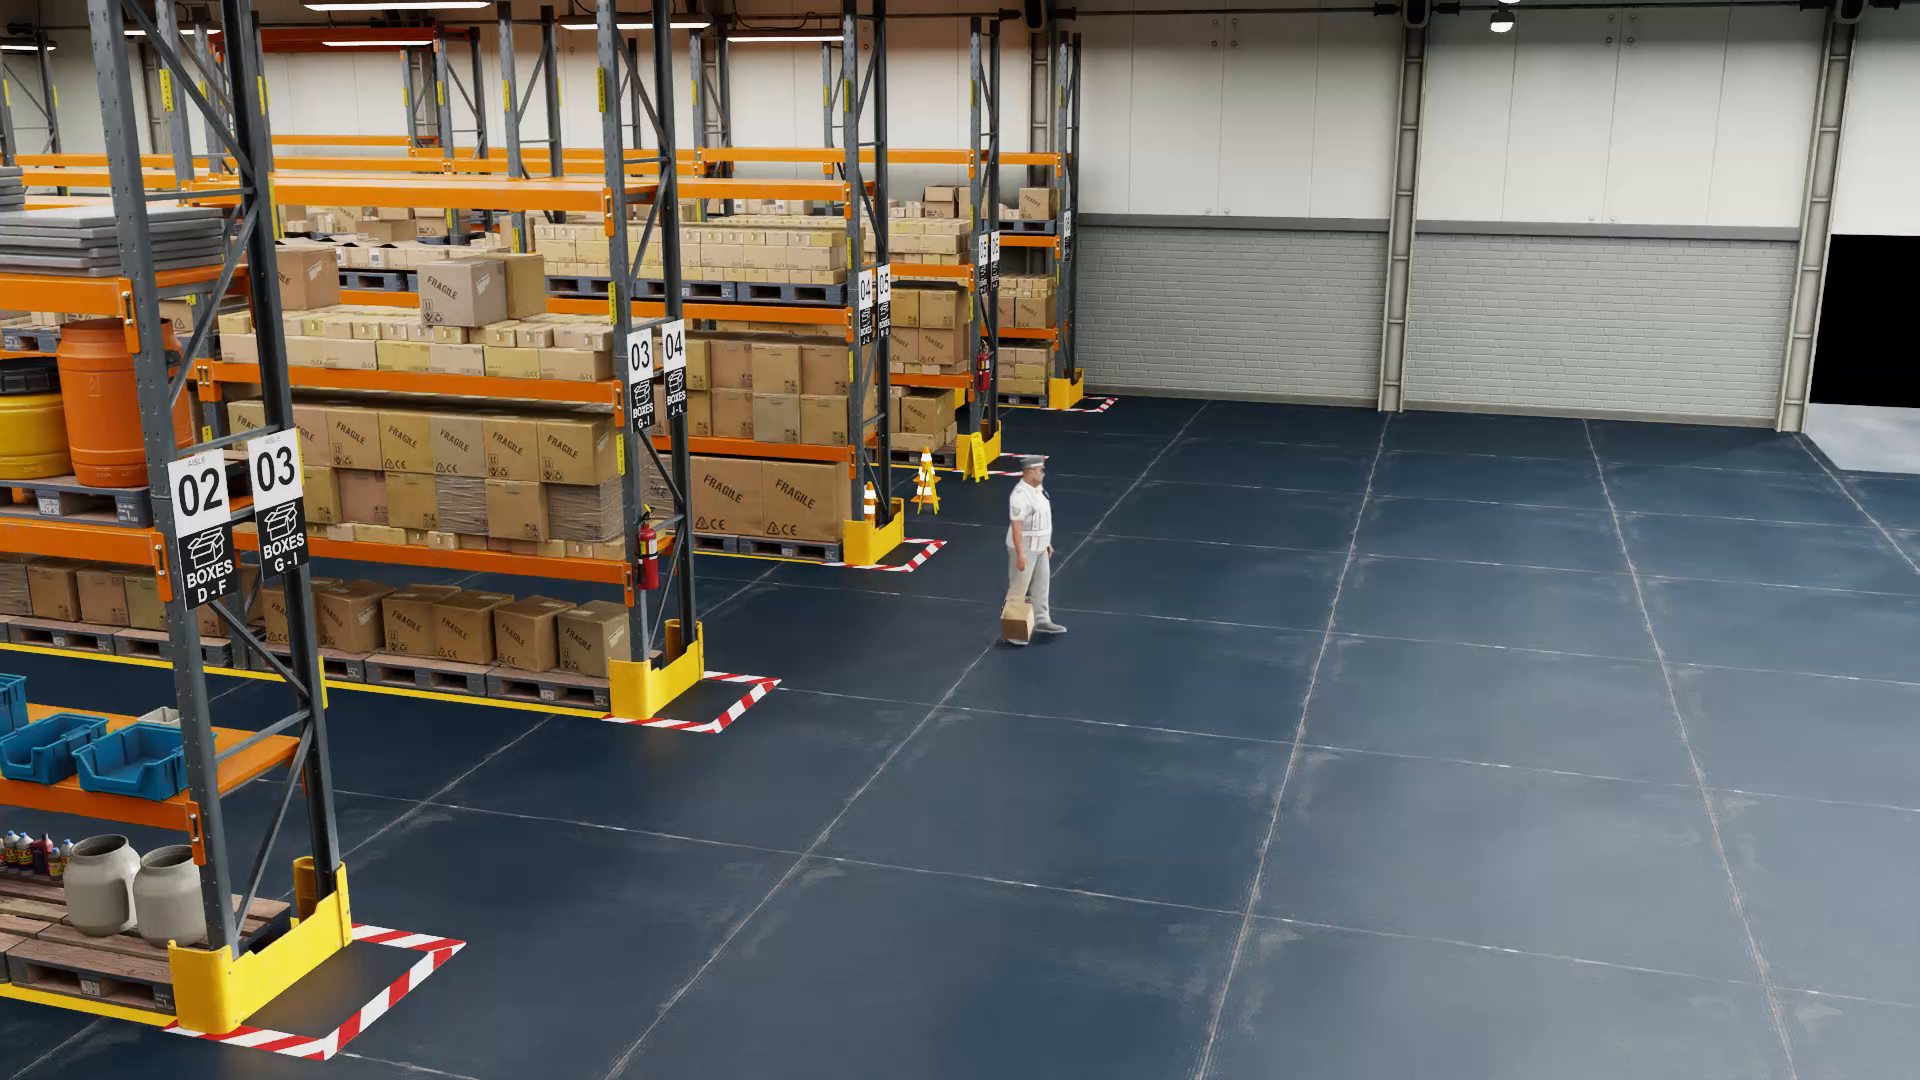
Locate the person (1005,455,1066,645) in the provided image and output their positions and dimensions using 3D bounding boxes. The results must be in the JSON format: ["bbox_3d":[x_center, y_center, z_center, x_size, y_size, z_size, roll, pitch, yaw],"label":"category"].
[{"bbox_3d":[0.697,0.081,15.605,0.551,1.760,0.575,8,17,26],"label":"person"}]
